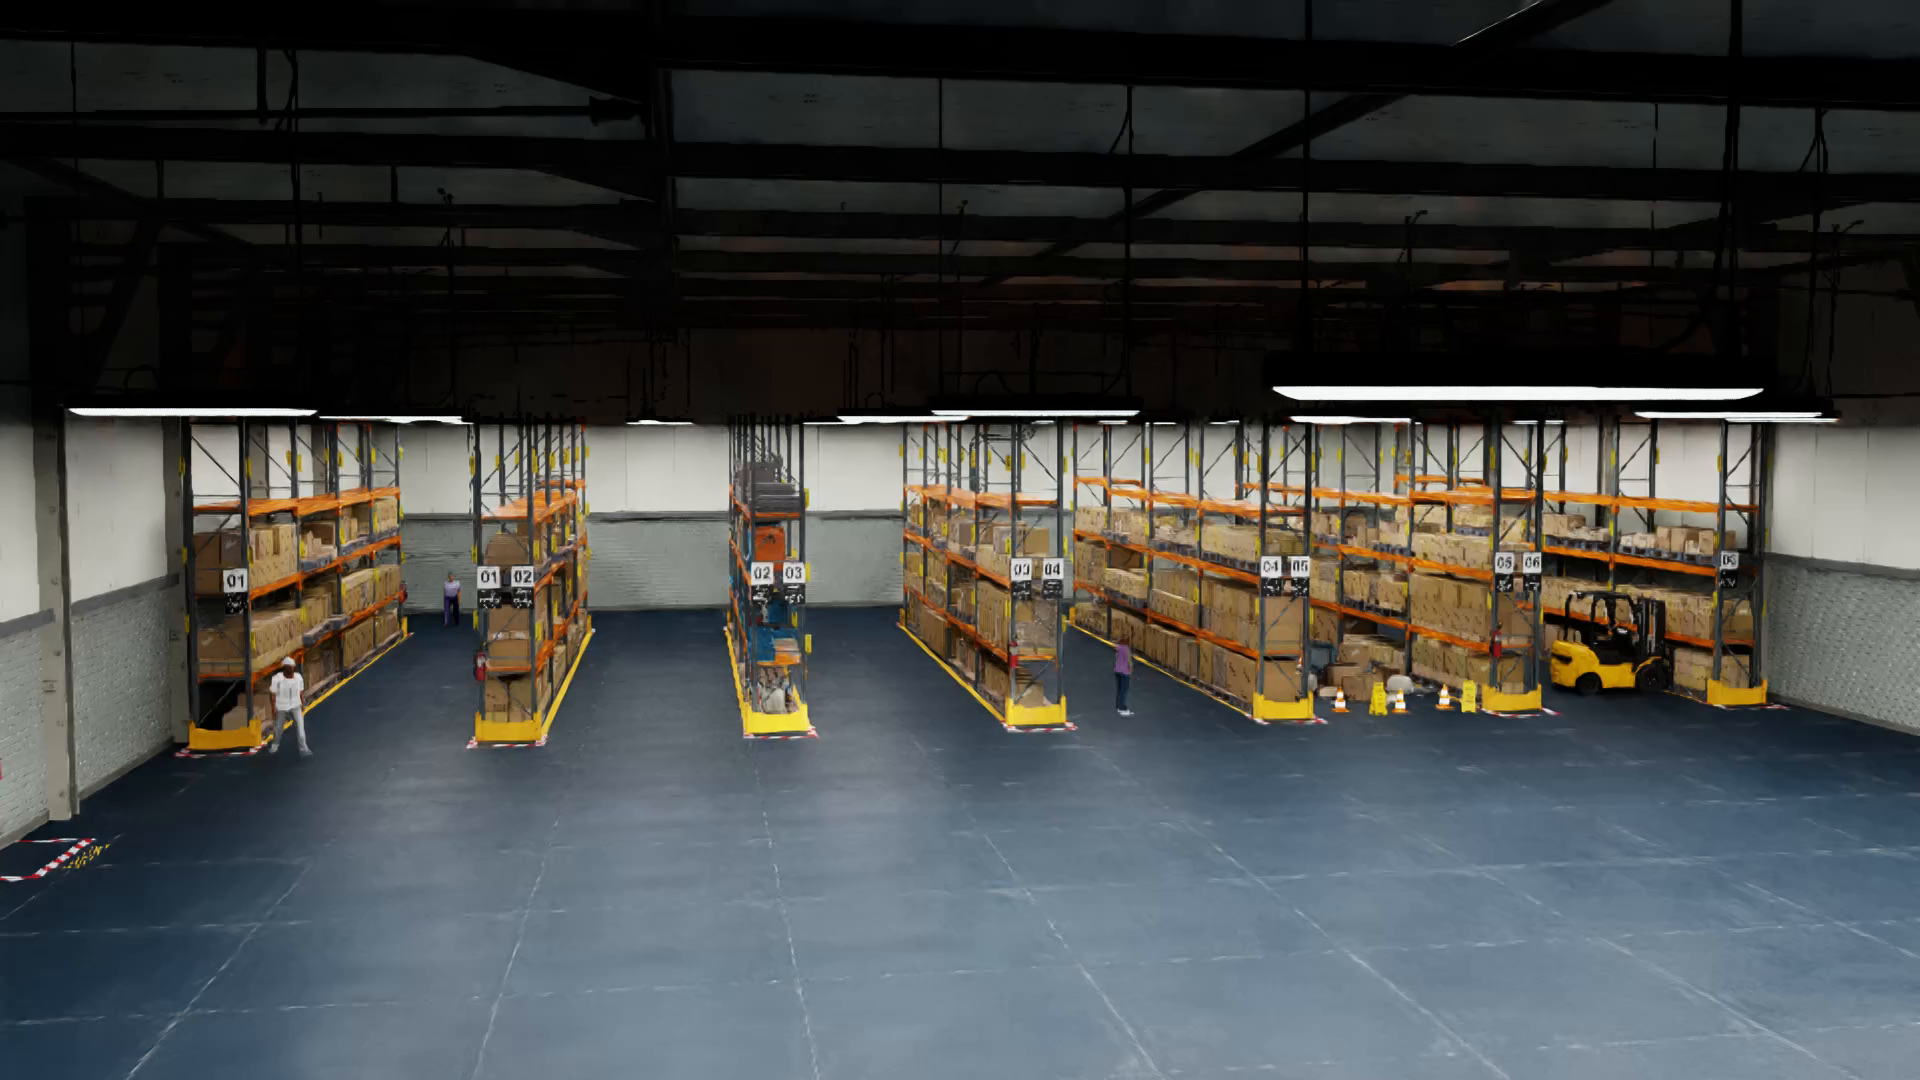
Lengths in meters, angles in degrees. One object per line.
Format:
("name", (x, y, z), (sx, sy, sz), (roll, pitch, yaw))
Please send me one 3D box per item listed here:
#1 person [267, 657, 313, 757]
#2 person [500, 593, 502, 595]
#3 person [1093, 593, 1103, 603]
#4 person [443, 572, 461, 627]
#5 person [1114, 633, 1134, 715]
("person", (-11.673, 2.895, 28.865), (0.591, 1.739, 0.939), (-3, 5, -36))
("person", (-12.212, 1.848, 44.661), (0.542, 1.645, 1.126), (0, 4, -7))
("person", (4.228, 1.449, 49.955), (0.620, 1.784, 0.566), (-4, 5, -44))
("person", (-14.554, 1.687, 47.668), (0.478, 1.567, 1.083), (-1, 4, -12))
("person", (3.285, 2.658, 33.106), (0.419, 1.603, 0.504), (-3, 5, -38))
